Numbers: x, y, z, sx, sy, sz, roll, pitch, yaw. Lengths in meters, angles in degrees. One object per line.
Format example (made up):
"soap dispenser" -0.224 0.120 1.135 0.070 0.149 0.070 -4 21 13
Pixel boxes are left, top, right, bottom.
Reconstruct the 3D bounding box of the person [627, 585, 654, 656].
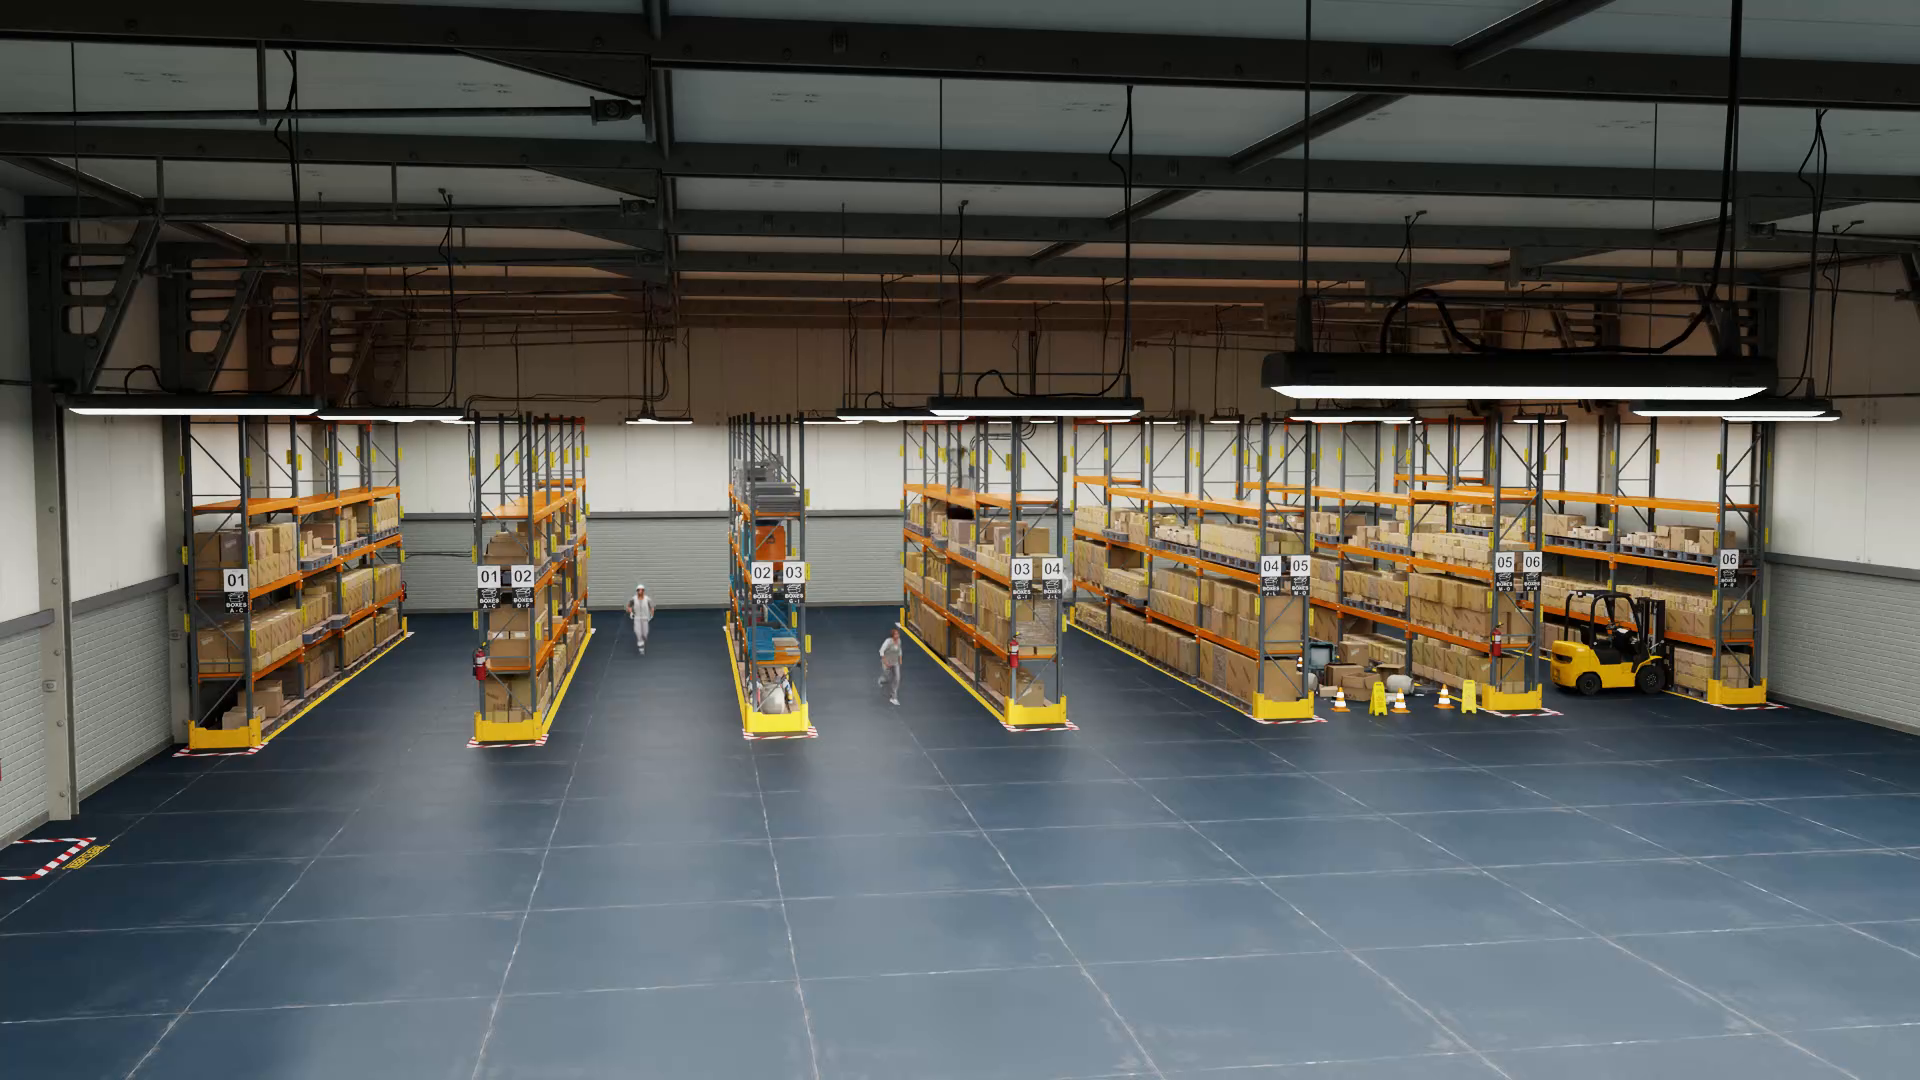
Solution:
"person" -8.044 2.010 41.867 0.655 1.762 0.771 -1 4 -13

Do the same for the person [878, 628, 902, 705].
"person" -1.460 2.609 34.618 0.543 1.583 0.856 -2 4 -29

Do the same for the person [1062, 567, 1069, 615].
"person" 2.986 1.551 49.295 0.730 1.656 0.681 -3 5 -35
